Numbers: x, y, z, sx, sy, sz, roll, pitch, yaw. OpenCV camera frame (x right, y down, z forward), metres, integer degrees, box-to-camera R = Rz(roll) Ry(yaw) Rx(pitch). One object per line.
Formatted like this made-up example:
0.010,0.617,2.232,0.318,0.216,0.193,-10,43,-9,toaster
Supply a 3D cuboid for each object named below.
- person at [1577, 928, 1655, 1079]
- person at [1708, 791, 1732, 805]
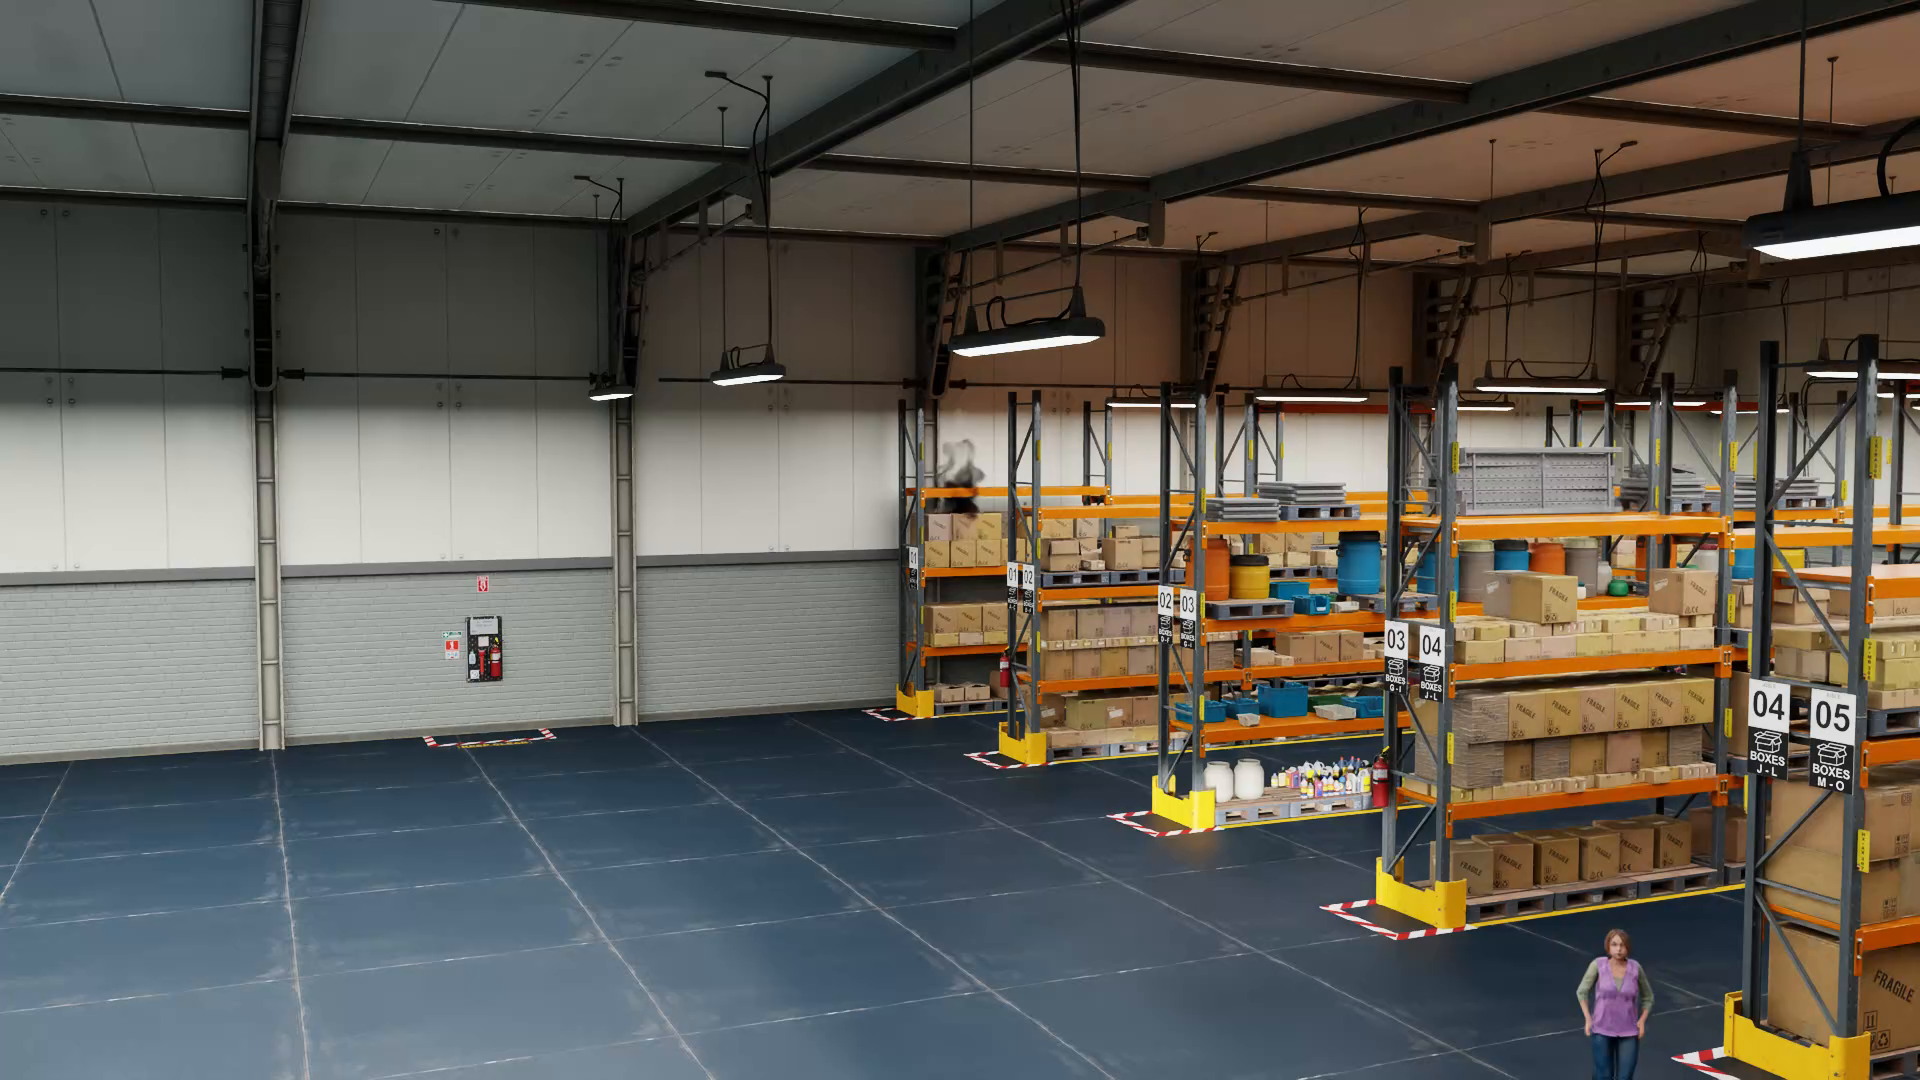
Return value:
4.902,3.673,12.446,0.544,1.550,0.566,1,3,15,person
10.105,3.033,22.153,0.545,1.641,0.614,-2,4,-30,person
